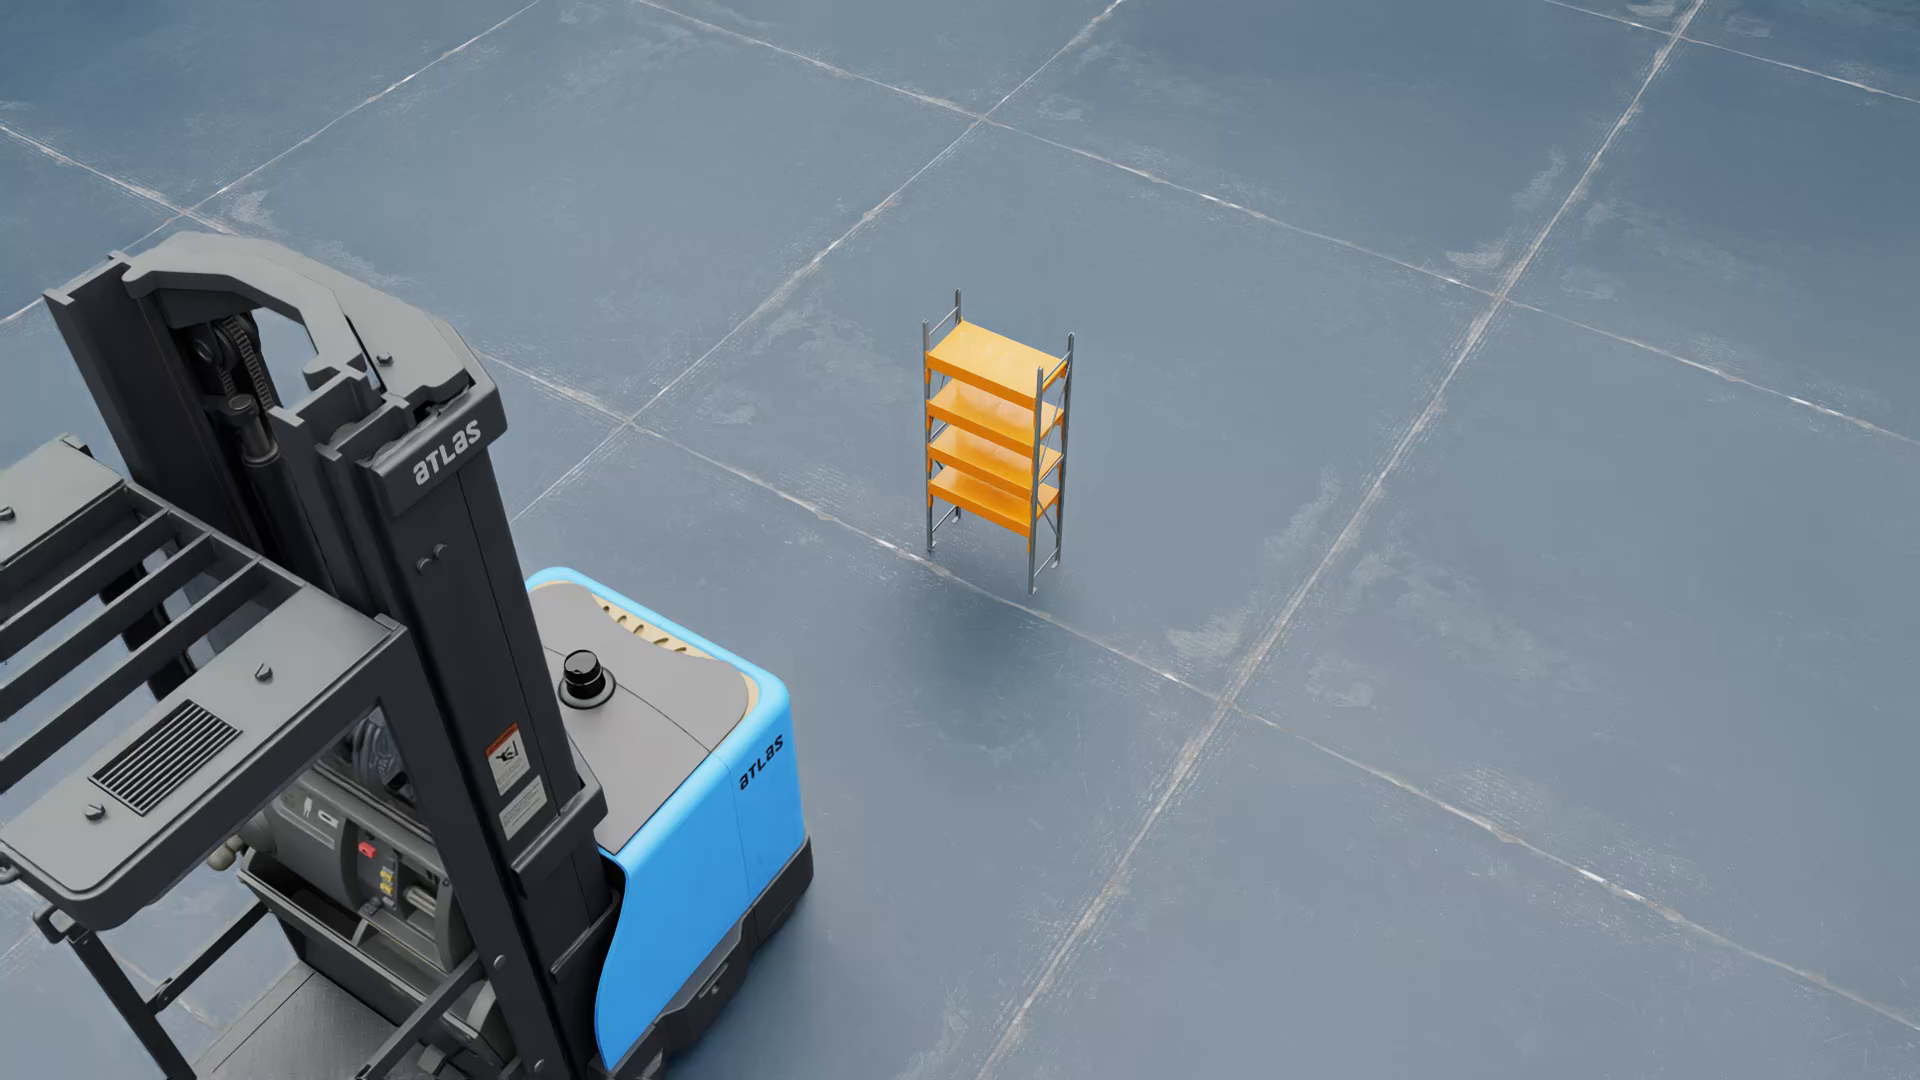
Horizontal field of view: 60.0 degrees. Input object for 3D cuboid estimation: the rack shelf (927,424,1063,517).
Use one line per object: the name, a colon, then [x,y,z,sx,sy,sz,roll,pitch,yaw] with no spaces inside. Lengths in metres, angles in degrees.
rack shelf: [0.139,-0.307,6.527,0.480,0.148,0.258,25,51,22]

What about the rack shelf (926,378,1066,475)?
rack shelf: [0.139,-0.463,6.367,0.480,0.148,0.258,25,51,22]

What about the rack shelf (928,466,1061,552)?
rack shelf: [0.139,-0.169,6.670,0.480,0.148,0.258,25,51,22]

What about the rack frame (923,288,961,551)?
rack frame: [-0.066,-0.449,6.571,0.015,1.200,0.240,25,51,22]

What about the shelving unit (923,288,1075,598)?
shelving unit: [0.139,-0.354,6.479,0.503,1.200,0.258,25,51,22]

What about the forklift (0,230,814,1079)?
forklift: [-1.727,0.865,4.087,1.130,2.935,3.031,25,51,22]

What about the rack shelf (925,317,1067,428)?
rack shelf: [0.139,-0.628,6.197,0.480,0.148,0.258,25,51,22]

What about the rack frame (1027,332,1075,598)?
rack frame: [0.345,-0.260,6.387,0.015,1.200,0.240,25,51,22]
